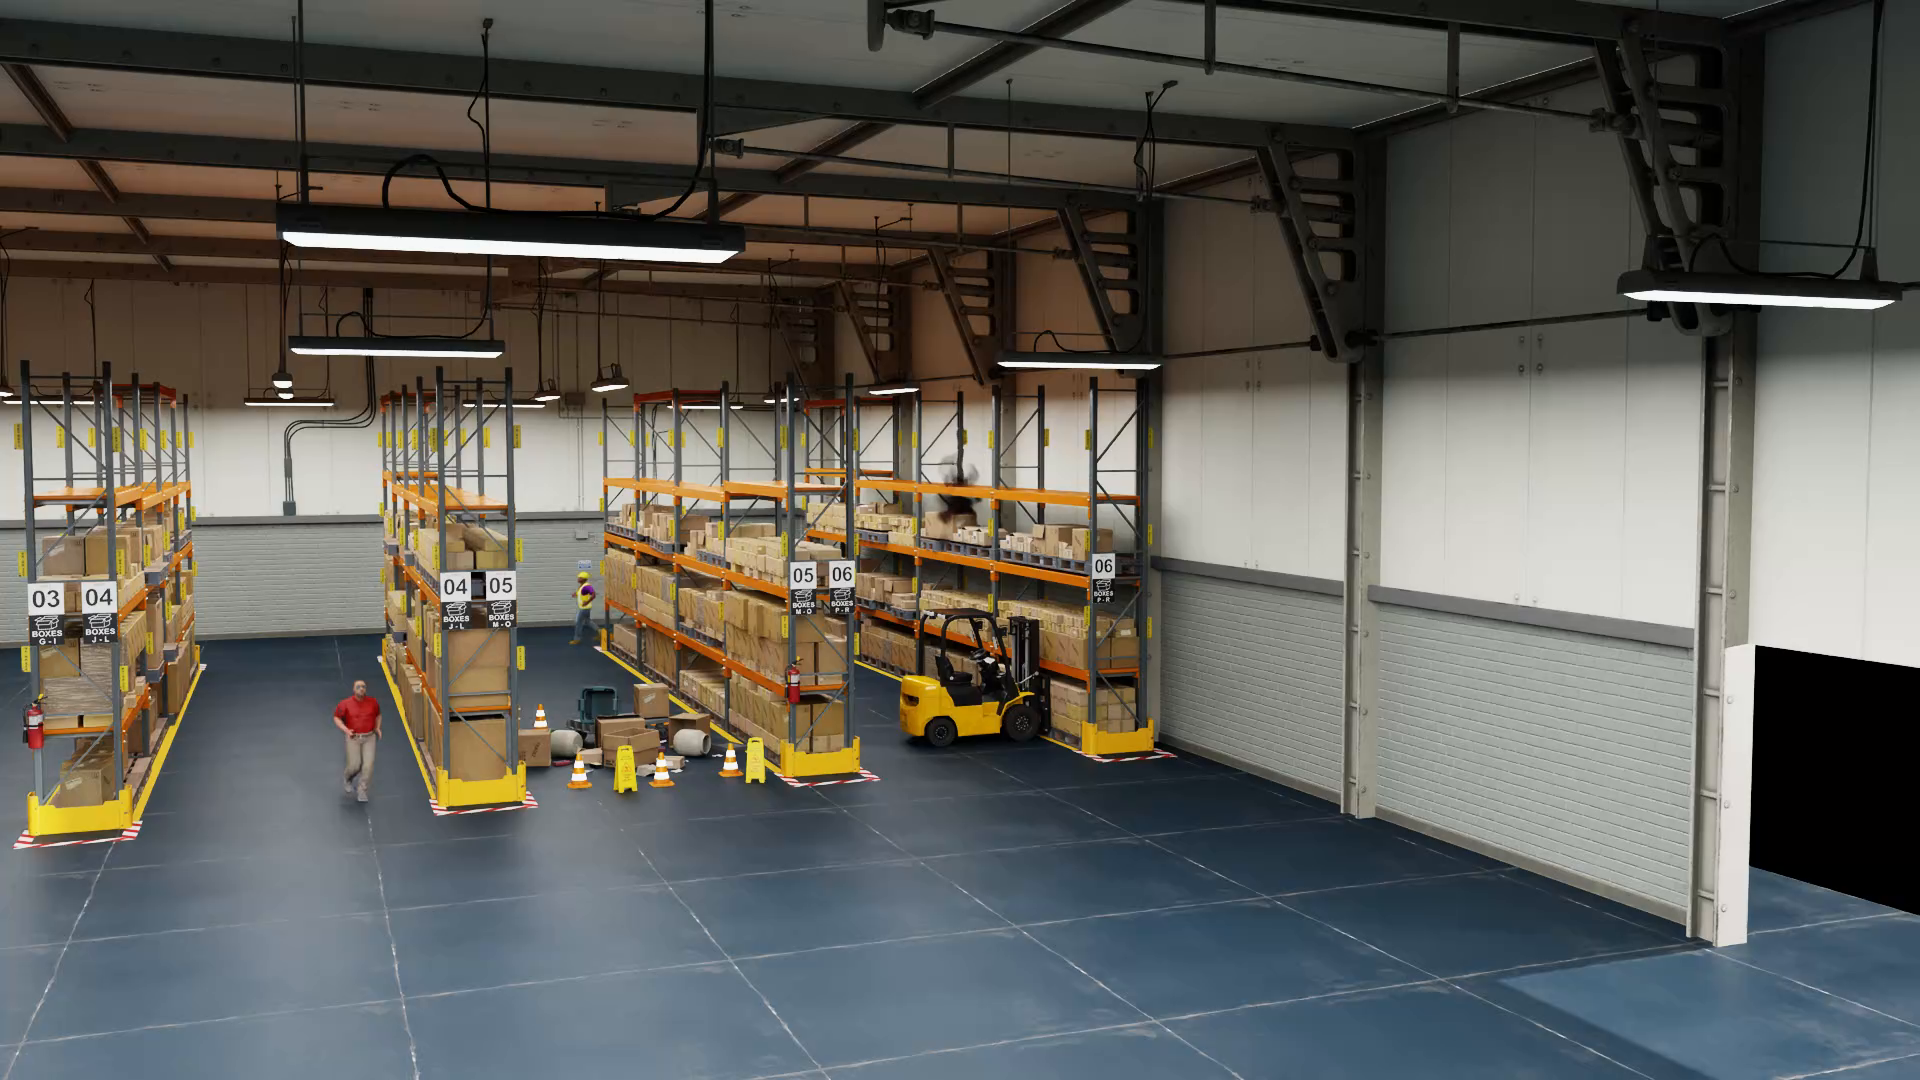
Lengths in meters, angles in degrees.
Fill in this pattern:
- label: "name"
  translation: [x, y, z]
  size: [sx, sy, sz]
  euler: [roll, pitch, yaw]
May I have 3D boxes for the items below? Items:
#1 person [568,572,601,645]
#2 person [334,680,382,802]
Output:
- label: "person"
  translation: [-9.159, 1.670, 40.697]
  size: [0.894, 1.785, 0.705]
  euler: [-1, 4, -15]
- label: "person"
  translation: [-8.336, 2.771, 23.084]
  size: [0.649, 1.680, 0.595]
  euler: [-2, 4, -36]
